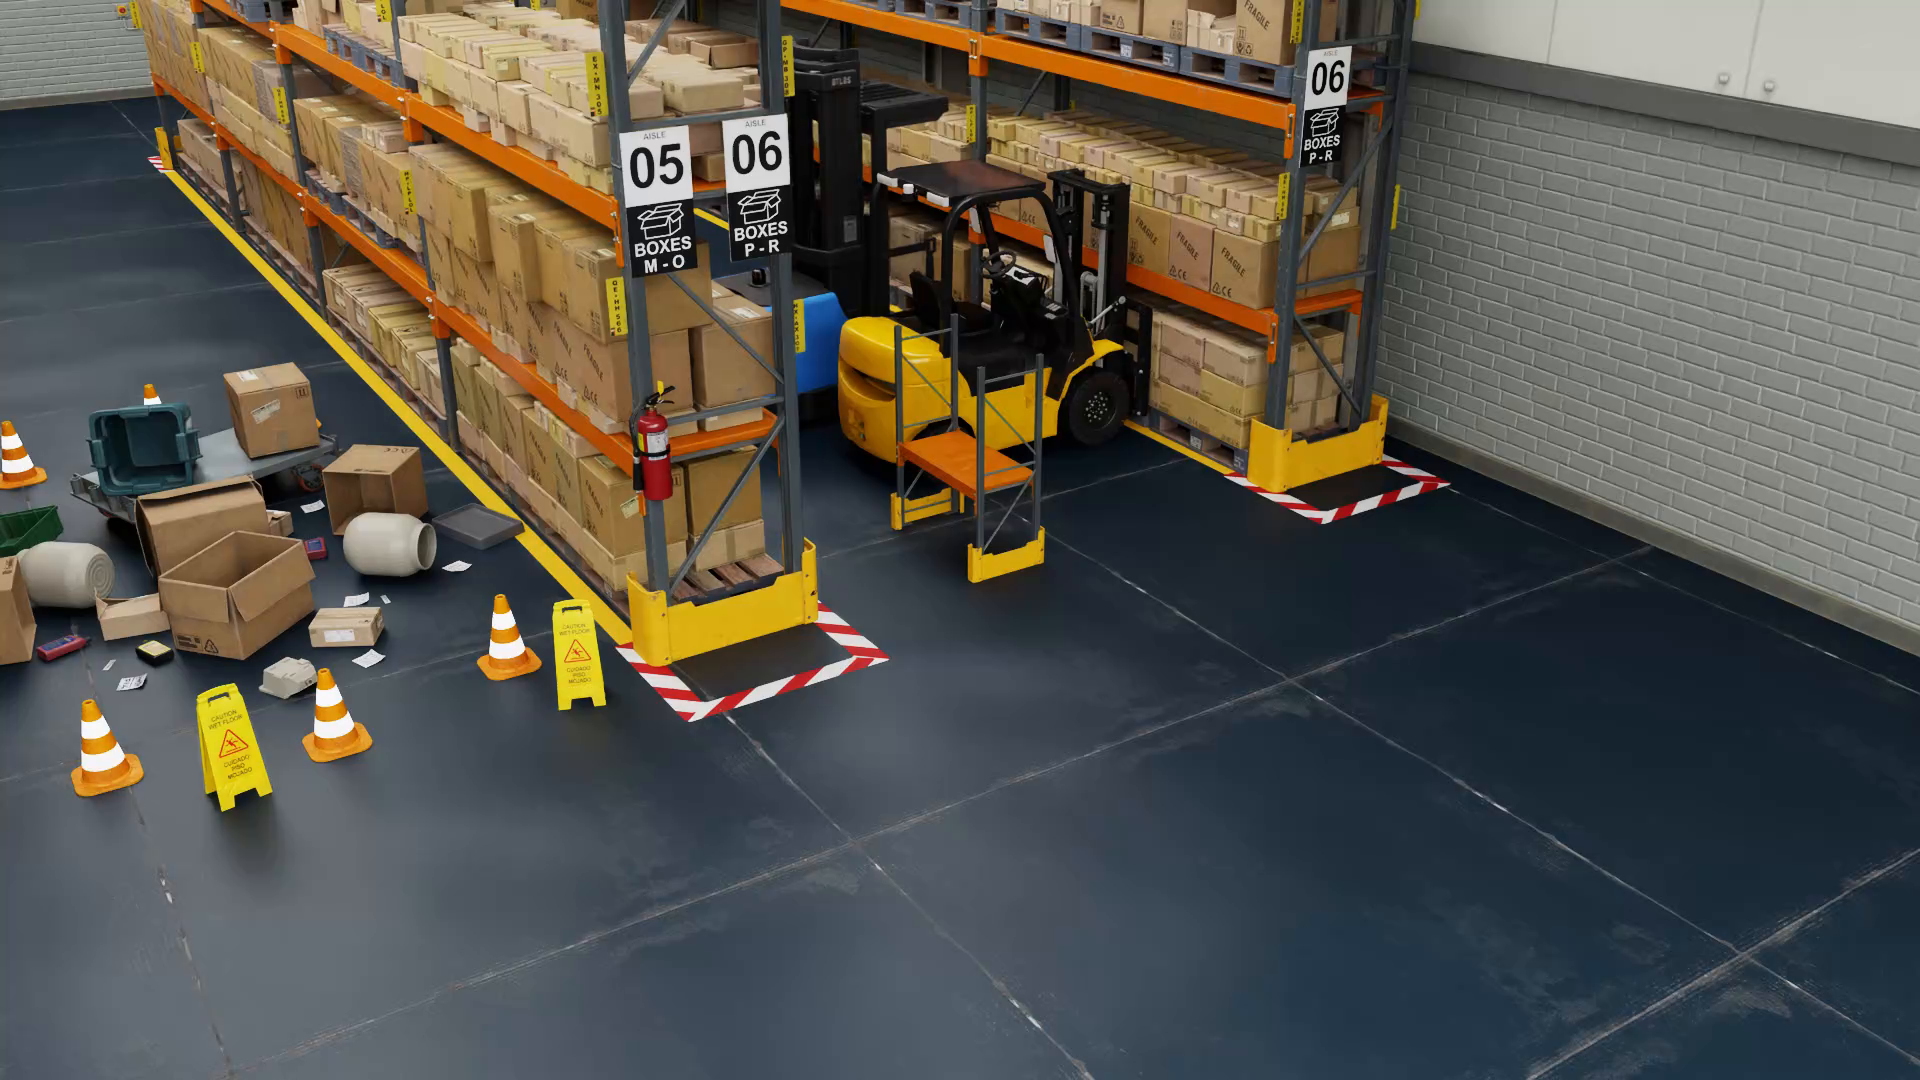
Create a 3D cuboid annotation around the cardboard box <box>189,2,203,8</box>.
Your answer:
[{"bbox_3d":[-8.590,-6.078,19.025,0.380,0.149,0.250,-15,29,-30],"label":"cardboard box"}]

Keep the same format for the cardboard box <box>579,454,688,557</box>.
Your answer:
[{"bbox_3d":[-2.079,-0.259,10.598,0.500,0.500,0.500,-15,29,-29],"label":"cardboard box"}]

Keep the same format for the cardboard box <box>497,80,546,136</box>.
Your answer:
[{"bbox_3d":[-2.489,-2.656,10.138,0.500,0.250,0.500,-15,29,-28],"label":"cardboard box"}]

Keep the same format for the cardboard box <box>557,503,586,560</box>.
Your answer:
[{"bbox_3d":[-2.366,-0.108,11.156,0.500,0.250,0.500,-15,29,-29],"label":"cardboard box"}]

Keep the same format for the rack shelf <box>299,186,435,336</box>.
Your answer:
[{"bbox_3d":[-4.699,-2.568,14.482,1.077,0.370,4.000,-16,29,-30],"label":"rack shelf"}]

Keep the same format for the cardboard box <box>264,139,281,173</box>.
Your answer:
[{"bbox_3d":[-6.576,-3.841,16.510,0.500,0.250,0.500,-15,29,-29],"label":"cardboard box"}]

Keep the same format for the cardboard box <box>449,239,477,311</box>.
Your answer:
[{"bbox_3d":[-3.307,-1.962,11.889,0.500,0.500,0.500,-16,29,-30],"label":"cardboard box"}]

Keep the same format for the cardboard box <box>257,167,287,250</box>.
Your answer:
[{"bbox_3d":[-7.069,-3.744,18.128,0.875,0.875,0.875,-15,29,-28],"label":"cardboard box"}]

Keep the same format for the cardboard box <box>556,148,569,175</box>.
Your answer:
[{"bbox_3d":[-2.132,-2.237,9.719,0.380,0.149,0.250,-15,29,-28],"label":"cardboard box"}]

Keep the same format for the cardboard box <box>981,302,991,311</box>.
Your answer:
[{"bbox_3d":[0.537,-2.033,15.234,0.500,0.250,0.500,-15,29,-29],"label":"cardboard box"}]

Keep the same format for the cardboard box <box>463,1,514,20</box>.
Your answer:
[{"bbox_3d":[-3.590,-3.959,12.756,0.500,0.250,0.500,-16,30,-31],"label":"cardboard box"}]

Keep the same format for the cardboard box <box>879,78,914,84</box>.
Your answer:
[{"bbox_3d":[-0.690,-4.679,17.233,0.380,0.149,0.250,-16,29,-30],"label":"cardboard box"}]

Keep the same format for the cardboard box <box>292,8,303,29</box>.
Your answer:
[{"bbox_3d":[-5.761,-4.700,14.935,0.380,0.149,0.250,-16,29,-30],"label":"cardboard box"}]

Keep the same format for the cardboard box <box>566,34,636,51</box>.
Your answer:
[{"bbox_3d":[-2.325,-3.187,10.796,0.380,0.149,0.250,-15,29,-29],"label":"cardboard box"}]

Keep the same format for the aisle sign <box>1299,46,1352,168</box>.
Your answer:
[{"bbox_3d":[2.523,-2.989,11.486,0.394,0.787,0.004,-16,29,-30],"label":"aisle sign"}]

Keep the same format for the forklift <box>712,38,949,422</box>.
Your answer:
[{"bbox_3d":[-0.769,-2.705,14.008,3.031,2.935,1.130,-19,31,-35],"label":"forklift"}]

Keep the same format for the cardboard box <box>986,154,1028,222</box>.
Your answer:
[{"bbox_3d":[0.573,-3.162,14.780,0.500,0.500,0.500,-16,30,-31],"label":"cardboard box"}]

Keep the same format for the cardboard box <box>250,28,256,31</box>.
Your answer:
[{"bbox_3d":[-7.520,-5.436,18.425,0.500,0.500,0.500,-14,29,-28],"label":"cardboard box"}]

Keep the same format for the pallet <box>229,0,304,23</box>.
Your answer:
[{"bbox_3d":[-6.186,-5.098,15.705,1.213,0.211,1.003,-14,29,-27],"label":"pallet"}]

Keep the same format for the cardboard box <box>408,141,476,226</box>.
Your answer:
[{"bbox_3d":[-3.548,-2.602,12.074,0.700,0.500,0.500,-16,30,-30],"label":"cardboard box"}]

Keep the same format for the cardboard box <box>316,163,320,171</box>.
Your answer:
[{"bbox_3d":[-5.769,-3.526,15.470,0.380,0.149,0.250,-17,30,-32],"label":"cardboard box"}]

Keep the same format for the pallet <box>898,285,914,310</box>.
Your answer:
[{"bbox_3d":[0.115,-2.330,16.401,1.003,0.211,1.213,-16,29,-30],"label":"pallet"}]

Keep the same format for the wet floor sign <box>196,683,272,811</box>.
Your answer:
[{"bbox_3d":[-3.841,1.056,8.720,0.267,0.644,0.232,-22,33,-38],"label":"wet floor sign"}]

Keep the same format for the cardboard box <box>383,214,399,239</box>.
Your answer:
[{"bbox_3d":[-4.419,-2.557,13.417,0.380,0.149,0.250,-16,30,-30],"label":"cardboard box"}]

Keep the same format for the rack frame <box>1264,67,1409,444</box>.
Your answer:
[{"bbox_3d":[2.734,-1.906,12.236,1.000,3.000,0.127,-16,29,-30],"label":"rack frame"}]

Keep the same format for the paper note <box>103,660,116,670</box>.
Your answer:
[{"bbox_3d":[-5.163,0.758,10.095,0.032,0.001,0.123,-1,25,-3],"label":"paper note"}]

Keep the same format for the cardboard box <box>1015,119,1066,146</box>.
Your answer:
[{"bbox_3d":[0.709,-3.558,14.510,0.380,0.149,0.250,-15,29,-29],"label":"cardboard box"}]

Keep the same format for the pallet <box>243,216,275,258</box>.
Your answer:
[{"bbox_3d":[-7.490,-3.520,18.922,1.003,0.211,1.213,-16,29,-30],"label":"pallet"}]

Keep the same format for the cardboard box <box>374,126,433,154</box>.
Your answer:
[{"bbox_3d":[-4.435,-3.197,13.254,0.380,0.149,0.250,-17,30,-31],"label":"cardboard box"}]

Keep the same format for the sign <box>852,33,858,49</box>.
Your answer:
[{"bbox_3d":[-1.170,-5.421,18.326,0.100,0.325,0.005,-16,29,-30],"label":"sign"}]

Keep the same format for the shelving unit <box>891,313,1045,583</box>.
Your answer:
[{"bbox_3d":[0.042,-0.651,11.334,0.587,1.500,1.083,-16,29,-30],"label":"shelving unit"}]

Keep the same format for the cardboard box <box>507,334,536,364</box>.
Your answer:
[{"bbox_3d":[-2.852,-1.334,11.319,0.380,0.149,0.250,-16,29,-30],"label":"cardboard box"}]

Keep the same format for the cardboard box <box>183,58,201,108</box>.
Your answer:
[{"bbox_3d":[-8.727,-5.374,19.466,0.500,0.500,0.500,-16,30,-31],"label":"cardboard box"}]

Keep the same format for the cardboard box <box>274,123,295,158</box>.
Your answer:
[{"bbox_3d":[-6.268,-3.881,16.011,0.500,0.250,0.500,-16,29,-30],"label":"cardboard box"}]

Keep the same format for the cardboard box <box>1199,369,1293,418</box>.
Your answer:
[{"bbox_3d":[2.206,-1.180,12.841,0.500,0.250,0.500,-16,30,-30],"label":"cardboard box"}]

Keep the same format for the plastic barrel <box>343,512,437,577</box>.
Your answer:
[{"bbox_3d":[-3.819,0.031,11.150,0.512,0.421,0.421,3,25,6],"label":"plastic barrel"}]

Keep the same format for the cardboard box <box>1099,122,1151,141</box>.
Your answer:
[{"bbox_3d":[1.424,-3.500,14.387,0.380,0.149,0.250,-16,30,-31],"label":"cardboard box"}]

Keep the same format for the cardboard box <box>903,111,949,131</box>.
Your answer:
[{"bbox_3d":[-0.323,-3.997,15.788,0.380,0.149,0.250,-17,30,-31],"label":"cardboard box"}]

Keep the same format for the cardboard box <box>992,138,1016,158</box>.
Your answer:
[{"bbox_3d":[0.504,-3.500,14.735,0.380,0.149,0.250,-16,30,-30],"label":"cardboard box"}]

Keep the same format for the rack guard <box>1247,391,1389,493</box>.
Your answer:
[{"bbox_3d":[2.747,-0.767,12.751,1.175,0.500,0.348,-16,29,-30],"label":"rack guard"}]

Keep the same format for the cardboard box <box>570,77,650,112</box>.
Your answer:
[{"bbox_3d":[-1.964,-2.505,9.350,0.380,0.149,0.250,-15,29,-29],"label":"cardboard box"}]

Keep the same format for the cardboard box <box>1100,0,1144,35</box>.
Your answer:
[{"bbox_3d":[1.525,-4.253,12.965,0.797,0.503,0.637,-15,29,-28],"label":"cardboard box"}]

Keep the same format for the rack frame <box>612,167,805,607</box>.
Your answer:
[{"bbox_3d":[-1.423,-0.748,9.783,1.000,3.000,0.127,-16,29,-30],"label":"rack frame"}]

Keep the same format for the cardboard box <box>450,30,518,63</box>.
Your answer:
[{"bbox_3d":[-3.107,-3.233,10.894,0.380,0.149,0.250,-17,30,-31],"label":"cardboard box"}]

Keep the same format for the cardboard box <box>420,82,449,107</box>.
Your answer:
[{"bbox_3d":[-3.548,-3.145,11.642,0.380,0.149,0.250,-16,29,-30],"label":"cardboard box"}]

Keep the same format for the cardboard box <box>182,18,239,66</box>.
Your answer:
[{"bbox_3d":[-8.463,-5.642,18.861,0.500,0.500,0.500,-16,30,-30],"label":"cardboard box"}]

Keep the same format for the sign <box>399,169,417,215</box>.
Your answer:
[{"bbox_3d":[-4.070,-2.571,12.289,0.100,0.325,0.005,-16,29,-30],"label":"sign"}]

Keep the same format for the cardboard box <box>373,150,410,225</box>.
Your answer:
[{"bbox_3d":[-4.323,-2.837,13.250,0.500,0.500,0.500,-15,29,-29],"label":"cardboard box"}]

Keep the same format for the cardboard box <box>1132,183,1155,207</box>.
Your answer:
[{"bbox_3d":[1.589,-2.756,13.160,0.380,0.149,0.250,-15,29,-29],"label":"cardboard box"}]

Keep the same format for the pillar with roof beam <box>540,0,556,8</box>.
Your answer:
[{"bbox_3d":[-10.325,-10.513,23.440,9.100,9.000,0.400,-16,29,-30],"label":"pillar with roof beam"}]

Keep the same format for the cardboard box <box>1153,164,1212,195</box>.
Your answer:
[{"bbox_3d":[1.726,-2.800,12.904,0.380,0.149,0.250,-15,29,-28],"label":"cardboard box"}]

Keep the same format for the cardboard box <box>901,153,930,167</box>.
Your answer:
[{"bbox_3d":[-0.224,-3.566,15.929,0.500,0.250,0.500,-16,29,-30],"label":"cardboard box"}]

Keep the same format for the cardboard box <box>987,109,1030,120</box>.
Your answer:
[{"bbox_3d":[0.435,-3.959,15.708,0.380,0.149,0.250,-17,30,-31],"label":"cardboard box"}]

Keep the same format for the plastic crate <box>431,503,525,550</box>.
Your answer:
[{"bbox_3d":[-3.437,-0.105,11.842,0.583,0.080,0.402,18,31,33],"label":"plastic crate"}]

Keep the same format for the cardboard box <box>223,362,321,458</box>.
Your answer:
[{"bbox_3d":[-5.082,-0.965,12.284,0.500,0.500,0.500,-16,29,-30],"label":"cardboard box"}]

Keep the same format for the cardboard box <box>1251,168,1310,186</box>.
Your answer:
[{"bbox_3d":[2.459,-2.741,12.780,0.380,0.149,0.250,-15,29,-29],"label":"cardboard box"}]

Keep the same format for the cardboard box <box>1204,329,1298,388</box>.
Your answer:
[{"bbox_3d":[2.221,-1.396,12.715,0.500,0.250,0.500,-14,29,-28],"label":"cardboard box"}]
